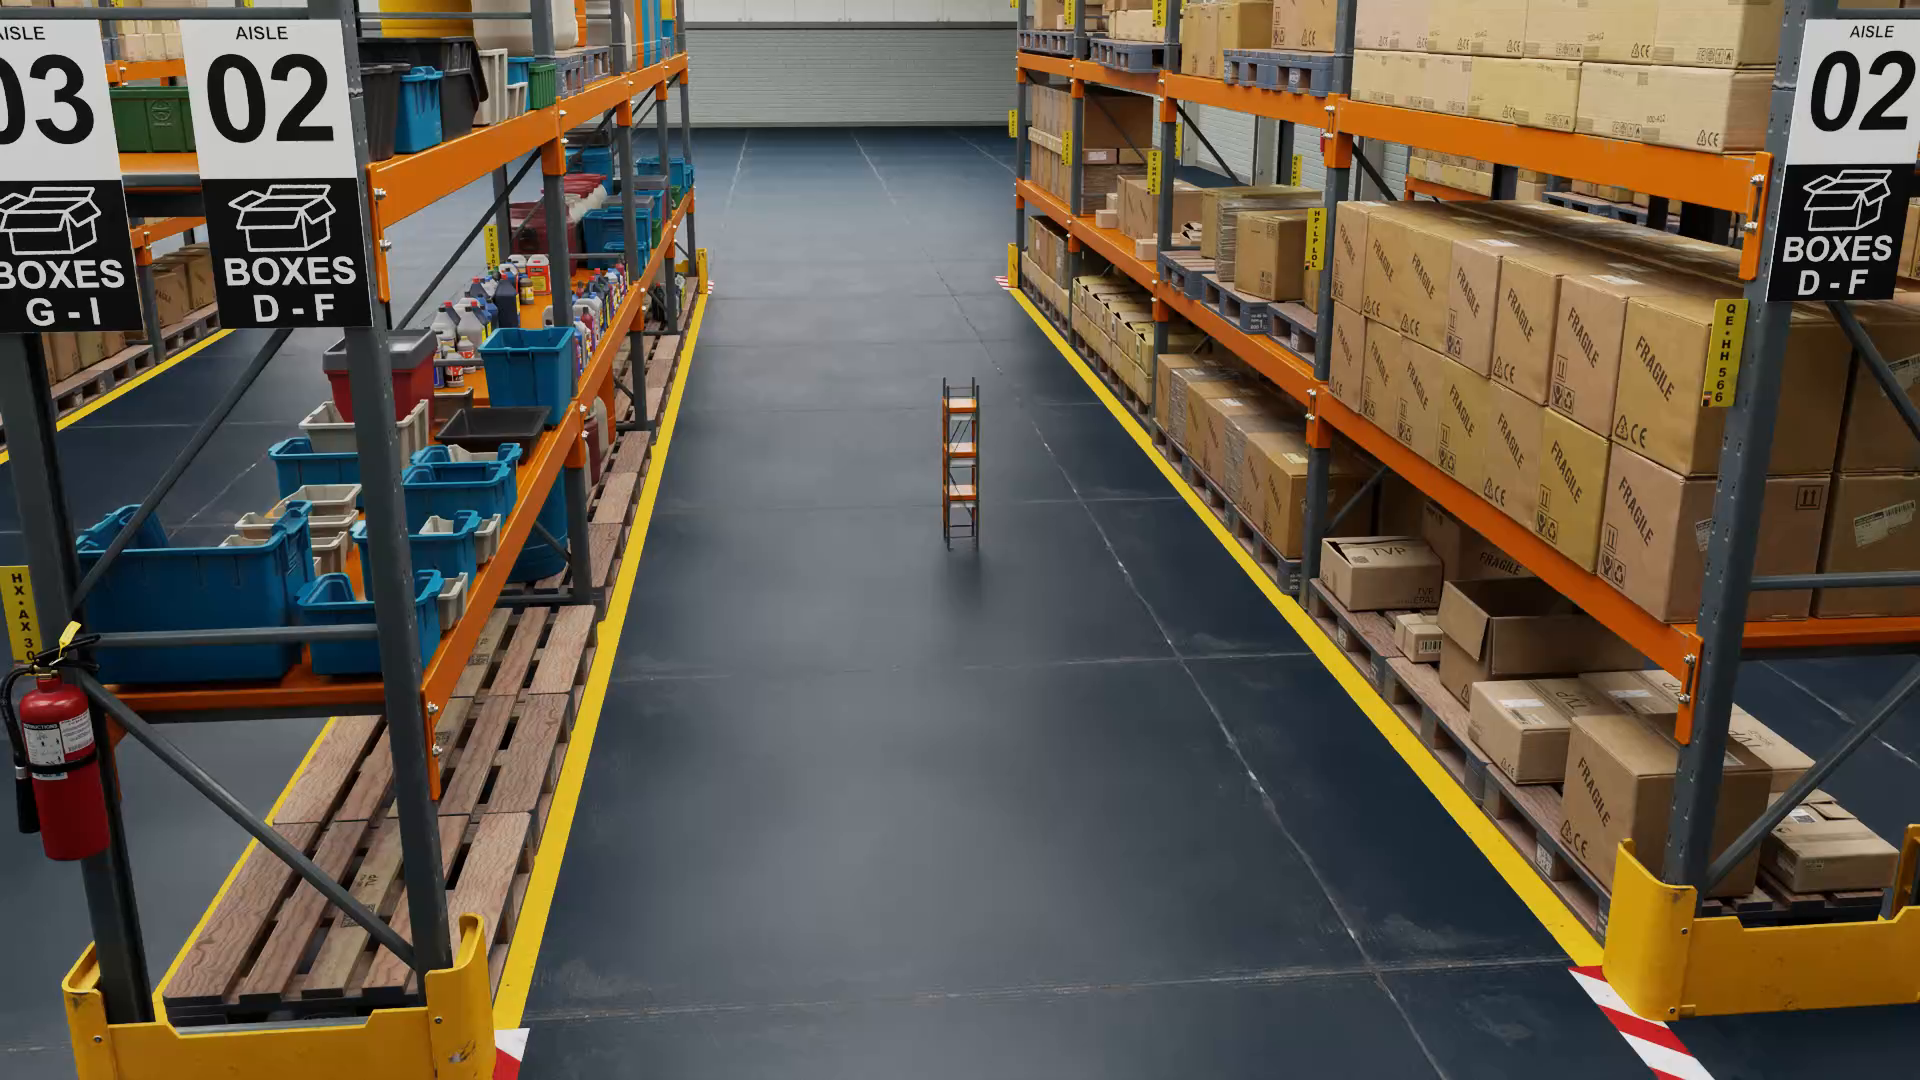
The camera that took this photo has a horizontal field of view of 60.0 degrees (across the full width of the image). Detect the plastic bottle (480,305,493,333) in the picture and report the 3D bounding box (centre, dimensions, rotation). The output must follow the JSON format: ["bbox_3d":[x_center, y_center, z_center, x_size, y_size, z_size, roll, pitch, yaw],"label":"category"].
[{"bbox_3d":[-2.834,-1.262,9.904,0.097,0.271,0.097,0,17,0],"label":"plastic bottle"}]

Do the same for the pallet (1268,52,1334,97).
[{"bbox_3d":[2.440,-2.597,9.248,1.213,0.211,1.003,-2,18,-6],"label":"pallet"}]

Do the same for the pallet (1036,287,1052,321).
[{"bbox_3d":[1.442,-2.715,18.972,1.003,0.211,1.213,-2,18,-6],"label":"pallet"}]

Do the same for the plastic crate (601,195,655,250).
[{"bbox_3d":[-2.765,-2.621,13.910,0.402,0.464,0.583,-2,18,-6],"label":"plastic crate"}]

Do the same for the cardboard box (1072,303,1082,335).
[{"bbox_3d":[1.407,-2.203,16.577,0.500,0.250,0.500,-2,18,-7],"label":"cardboard box"}]

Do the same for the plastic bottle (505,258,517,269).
[{"bbox_3d":[-3.195,-1.863,11.820,0.097,0.271,0.097,0,17,0],"label":"plastic bottle"}]

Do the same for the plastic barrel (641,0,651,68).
[{"bbox_3d":[-2.912,-4.427,13.924,0.600,0.901,0.708,-2,18,-6],"label":"plastic barrel"}]

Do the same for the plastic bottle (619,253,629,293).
[{"bbox_3d":[-2.437,-1.936,12.031,0.061,0.283,0.133,-2,18,-6],"label":"plastic bottle"}]

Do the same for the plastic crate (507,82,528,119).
[{"bbox_3d":[-1.981,-1.846,6.980,0.293,0.136,0.466,-2,18,-6],"label":"plastic crate"}]

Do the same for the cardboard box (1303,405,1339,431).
[{"bbox_3d":[2.526,-0.884,10.672,0.500,0.250,0.500,-2,18,-6],"label":"cardboard box"}]

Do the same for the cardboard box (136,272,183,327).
[{"bbox_3d":[-8.310,-2.436,16.902,0.500,0.500,0.500,4,18,12],"label":"cardboard box"}]

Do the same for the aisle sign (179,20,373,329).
[{"bbox_3d":[-1.775,-0.944,4.335,0.394,0.787,0.004,-2,18,-6],"label":"aisle sign"}]

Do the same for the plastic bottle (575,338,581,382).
[{"bbox_3d":[-2.118,-1.014,9.094,0.061,0.283,0.133,-2,18,-6],"label":"plastic bottle"}]

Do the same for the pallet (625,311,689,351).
[{"bbox_3d":[-3.343,-2.162,17.211,1.003,0.211,1.213,-2,18,-6],"label":"pallet"}]

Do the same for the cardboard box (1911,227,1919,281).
[{"bbox_3d":[6.903,-1.993,11.319,0.500,0.500,0.500,-1,17,-4],"label":"cardboard box"}]

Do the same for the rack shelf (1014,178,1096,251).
[{"bbox_3d":[1.406,-3.695,18.641,1.077,0.370,4.000,-2,18,-6],"label":"rack shelf"}]

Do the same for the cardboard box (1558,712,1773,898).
[{"bbox_3d":[2.548,0.961,6.048,0.500,0.500,0.500,-2,18,-6],"label":"cardboard box"}]

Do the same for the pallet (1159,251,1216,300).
[{"bbox_3d":[2.164,-1.960,12.232,1.213,0.211,1.003,-2,18,-6],"label":"pallet"}]

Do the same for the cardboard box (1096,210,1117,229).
[{"bbox_3d":[1.500,-3.053,15.812,0.380,0.149,0.250,-2,18,-6],"label":"cardboard box"}]

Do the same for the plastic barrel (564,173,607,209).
[{"bbox_3d":[-3.435,-3.064,15.202,0.433,0.535,0.433,0,17,0],"label":"plastic barrel"}]

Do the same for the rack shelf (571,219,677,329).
[{"bbox_3d":[-3.109,-2.352,14.361,1.077,0.370,4.000,-2,18,-6],"label":"rack shelf"}]

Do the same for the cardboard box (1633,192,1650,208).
[{"bbox_3d":[6.707,-3.340,15.406,0.700,0.500,0.500,1,17,2],"label":"cardboard box"}]

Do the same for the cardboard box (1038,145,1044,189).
[{"bbox_3d":[1.294,-4.386,19.474,0.700,0.500,0.500,-1,17,-4],"label":"cardboard box"}]

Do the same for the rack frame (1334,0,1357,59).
[{"bbox_3d":[2.437,-3.922,8.145,1.000,3.000,0.127,-2,18,-6],"label":"rack frame"}]

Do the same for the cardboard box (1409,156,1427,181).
[{"bbox_3d":[5.861,-4.571,20.448,0.500,0.250,0.500,-2,18,-7],"label":"cardboard box"}]

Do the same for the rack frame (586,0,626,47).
[{"bbox_3d":[-2.903,-4.961,11.457,1.000,3.000,0.127,-2,18,-6],"label":"rack frame"}]

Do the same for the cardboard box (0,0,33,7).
[{"bbox_3d":[-8.194,-4.395,13.787,0.797,0.503,0.637,-1,17,-3],"label":"cardboard box"}]

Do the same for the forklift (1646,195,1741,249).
[{"bbox_3d":[4.606,-1.431,10.343,1.130,2.935,3.031,-2,18,-7],"label":"forklift"}]

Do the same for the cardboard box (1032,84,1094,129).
[{"bbox_3d":[1.240,-5.146,19.728,0.700,0.500,0.500,-2,18,-5],"label":"cardboard box"}]

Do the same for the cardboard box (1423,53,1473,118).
[{"bbox_3d":[2.339,-1.968,7.181,0.500,0.250,0.500,-2,18,-6],"label":"cardboard box"}]

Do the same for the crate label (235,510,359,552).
[{"bbox_3d":[-2.411,-0.025,6.088,0.396,0.136,0.243,-2,18,-6],"label":"crate label"}]

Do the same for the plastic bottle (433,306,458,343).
[{"bbox_3d":[-2.911,-1.148,9.407,0.144,0.351,0.185,-2,18,-6],"label":"plastic bottle"}]

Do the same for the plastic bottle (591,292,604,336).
[{"bbox_3d":[-2.273,-1.405,10.359,0.097,0.271,0.097,0,17,0],"label":"plastic bottle"}]

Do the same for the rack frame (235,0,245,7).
[{"bbox_3d":[-8.655,-7.192,18.561,1.000,3.000,0.127,-2,18,-6],"label":"rack frame"}]

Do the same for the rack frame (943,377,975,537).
[{"bbox_3d":[-0.007,-0.521,10.585,0.200,1.050,0.008,-2,18,-6],"label":"rack frame"}]

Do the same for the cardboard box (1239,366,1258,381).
[{"bbox_3d":[2.354,-0.997,12.283,0.500,0.500,0.500,-1,17,-3],"label":"cardboard box"}]

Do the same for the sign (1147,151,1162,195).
[{"bbox_3d":[1.473,-2.785,12.608,0.100,0.325,0.005,-2,18,-6],"label":"sign"}]

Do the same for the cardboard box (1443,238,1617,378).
[{"bbox_3d":[2.366,-0.974,6.936,0.500,0.500,0.500,-1,17,-4],"label":"cardboard box"}]

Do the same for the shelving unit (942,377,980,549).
[{"bbox_3d":[0.005,-0.485,10.469,0.215,1.050,0.252,-2,18,-6],"label":"shelving unit"}]

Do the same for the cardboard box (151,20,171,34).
[{"bbox_3d":[-8.080,-5.106,16.512,0.380,0.149,0.250,-2,18,-7],"label":"cardboard box"}]

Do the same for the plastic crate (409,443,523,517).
[{"bbox_3d":[-1.943,-0.230,6.581,0.416,0.233,0.300,-2,18,-6],"label":"plastic crate"}]

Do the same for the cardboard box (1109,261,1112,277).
[{"bbox_3d":[1.816,-2.986,17.817,0.500,0.500,0.500,-2,18,-6],"label":"cardboard box"}]

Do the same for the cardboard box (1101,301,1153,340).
[{"bbox_3d":[1.567,-2.010,15.025,0.500,0.311,0.500,-1,17,-4],"label":"cardboard box"}]

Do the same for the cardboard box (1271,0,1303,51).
[{"bbox_3d":[2.318,-3.336,10.252,0.600,0.600,0.600,-2,18,-8],"label":"cardboard box"}]

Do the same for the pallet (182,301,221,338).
[{"bbox_3d":[-8.475,-2.371,17.876,1.003,0.211,1.213,-2,18,-6],"label":"pallet"}]

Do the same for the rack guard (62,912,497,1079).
[{"bbox_3d":[-2.062,1.484,5.116,1.175,0.500,0.348,-2,18,-6],"label":"rack guard"}]

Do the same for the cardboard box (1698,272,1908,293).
[{"bbox_3d":[3.005,-0.688,6.025,0.500,0.500,0.500,-2,18,-5],"label":"cardboard box"}]

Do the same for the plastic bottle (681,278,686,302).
[{"bbox_3d":[-3.090,-2.742,18.216,0.152,0.276,0.135,-2,18,-7],"label":"plastic bottle"}]

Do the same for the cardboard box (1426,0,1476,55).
[{"bbox_3d":[2.333,-2.207,7.106,0.500,0.250,0.500,-2,18,-6],"label":"cardboard box"}]

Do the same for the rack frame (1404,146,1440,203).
[{"bbox_3d":[6.126,-4.789,20.922,1.000,3.000,0.127,-2,18,-6],"label":"rack frame"}]

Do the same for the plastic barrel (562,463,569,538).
[{"bbox_3d":[-2.603,-0.480,10.001,0.600,0.901,0.708,-2,18,-6],"label":"plastic barrel"}]

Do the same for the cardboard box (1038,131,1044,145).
[{"bbox_3d":[1.104,-4.640,19.199,0.380,0.149,0.250,-2,18,-6],"label":"cardboard box"}]

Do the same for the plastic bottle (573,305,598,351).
[{"bbox_3d":[-2.255,-1.274,9.934,0.152,0.276,0.135,-2,18,-6],"label":"plastic bottle"}]
